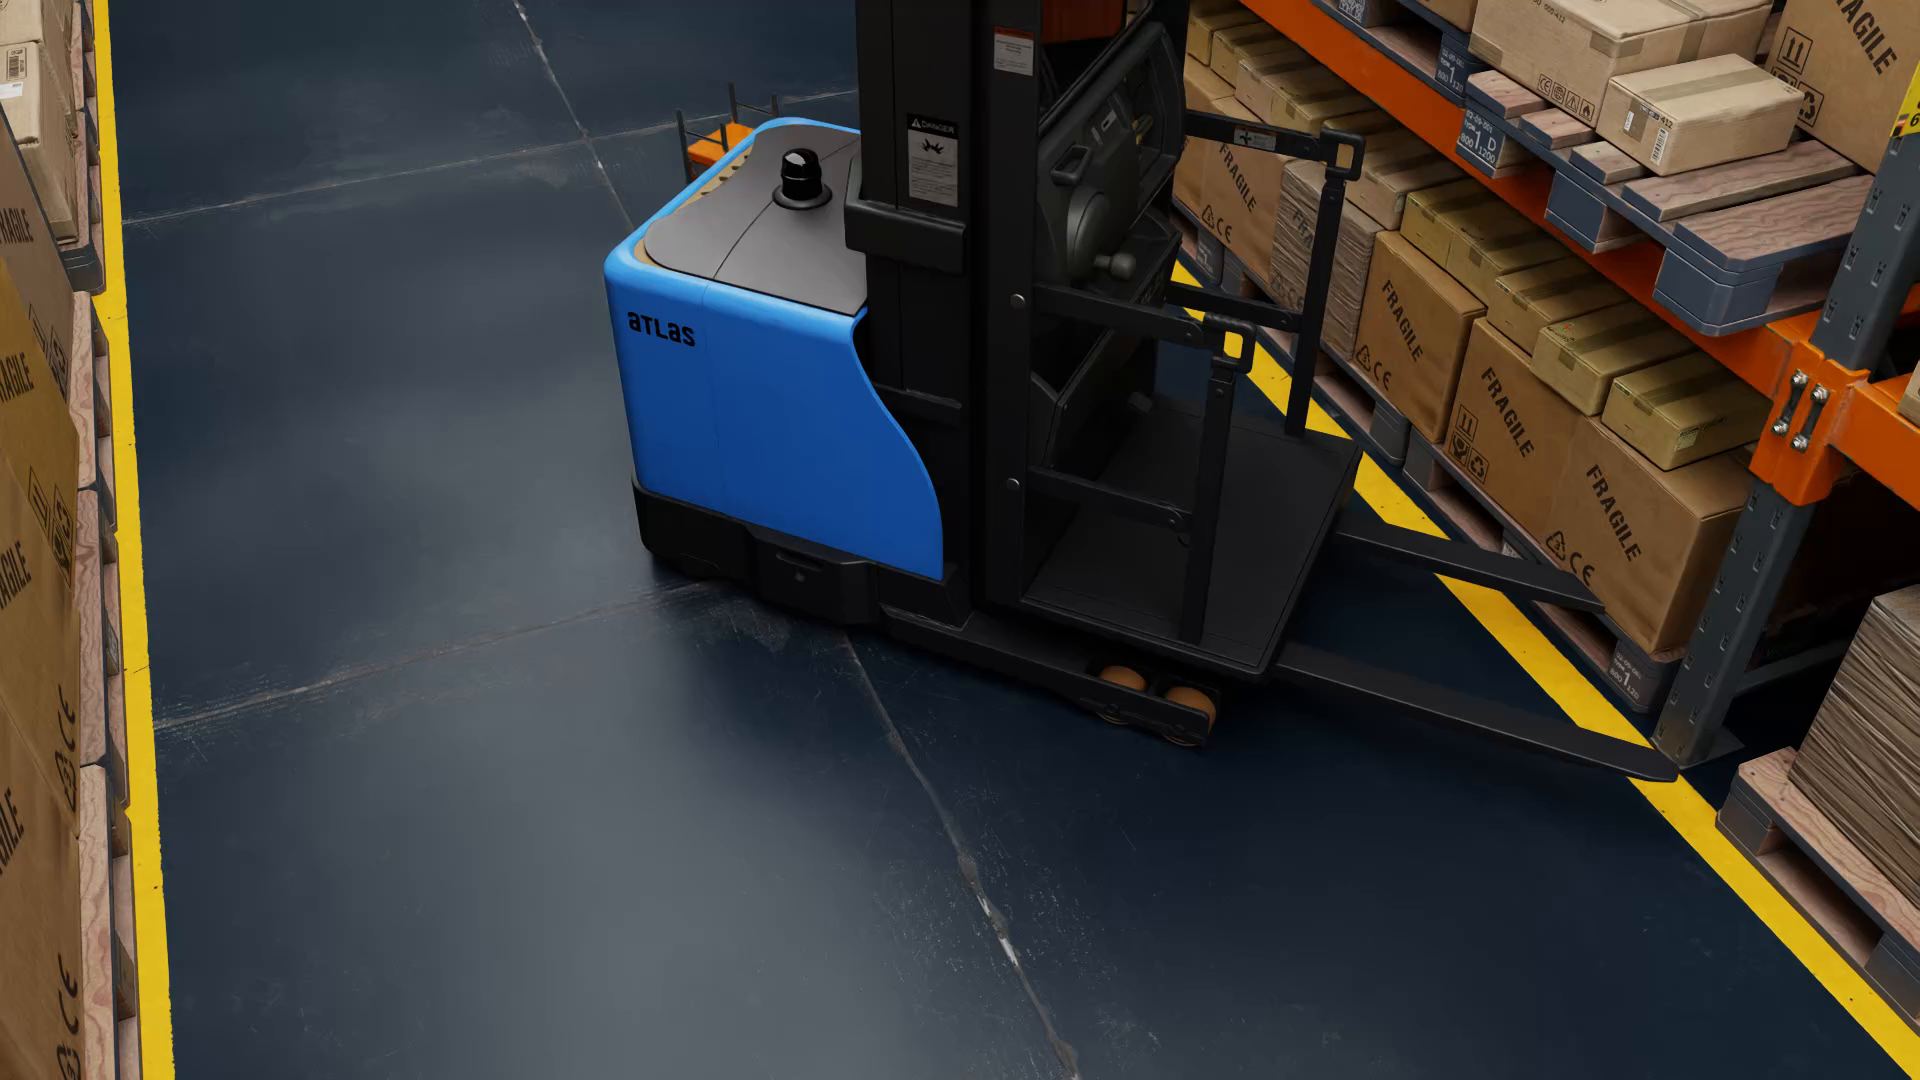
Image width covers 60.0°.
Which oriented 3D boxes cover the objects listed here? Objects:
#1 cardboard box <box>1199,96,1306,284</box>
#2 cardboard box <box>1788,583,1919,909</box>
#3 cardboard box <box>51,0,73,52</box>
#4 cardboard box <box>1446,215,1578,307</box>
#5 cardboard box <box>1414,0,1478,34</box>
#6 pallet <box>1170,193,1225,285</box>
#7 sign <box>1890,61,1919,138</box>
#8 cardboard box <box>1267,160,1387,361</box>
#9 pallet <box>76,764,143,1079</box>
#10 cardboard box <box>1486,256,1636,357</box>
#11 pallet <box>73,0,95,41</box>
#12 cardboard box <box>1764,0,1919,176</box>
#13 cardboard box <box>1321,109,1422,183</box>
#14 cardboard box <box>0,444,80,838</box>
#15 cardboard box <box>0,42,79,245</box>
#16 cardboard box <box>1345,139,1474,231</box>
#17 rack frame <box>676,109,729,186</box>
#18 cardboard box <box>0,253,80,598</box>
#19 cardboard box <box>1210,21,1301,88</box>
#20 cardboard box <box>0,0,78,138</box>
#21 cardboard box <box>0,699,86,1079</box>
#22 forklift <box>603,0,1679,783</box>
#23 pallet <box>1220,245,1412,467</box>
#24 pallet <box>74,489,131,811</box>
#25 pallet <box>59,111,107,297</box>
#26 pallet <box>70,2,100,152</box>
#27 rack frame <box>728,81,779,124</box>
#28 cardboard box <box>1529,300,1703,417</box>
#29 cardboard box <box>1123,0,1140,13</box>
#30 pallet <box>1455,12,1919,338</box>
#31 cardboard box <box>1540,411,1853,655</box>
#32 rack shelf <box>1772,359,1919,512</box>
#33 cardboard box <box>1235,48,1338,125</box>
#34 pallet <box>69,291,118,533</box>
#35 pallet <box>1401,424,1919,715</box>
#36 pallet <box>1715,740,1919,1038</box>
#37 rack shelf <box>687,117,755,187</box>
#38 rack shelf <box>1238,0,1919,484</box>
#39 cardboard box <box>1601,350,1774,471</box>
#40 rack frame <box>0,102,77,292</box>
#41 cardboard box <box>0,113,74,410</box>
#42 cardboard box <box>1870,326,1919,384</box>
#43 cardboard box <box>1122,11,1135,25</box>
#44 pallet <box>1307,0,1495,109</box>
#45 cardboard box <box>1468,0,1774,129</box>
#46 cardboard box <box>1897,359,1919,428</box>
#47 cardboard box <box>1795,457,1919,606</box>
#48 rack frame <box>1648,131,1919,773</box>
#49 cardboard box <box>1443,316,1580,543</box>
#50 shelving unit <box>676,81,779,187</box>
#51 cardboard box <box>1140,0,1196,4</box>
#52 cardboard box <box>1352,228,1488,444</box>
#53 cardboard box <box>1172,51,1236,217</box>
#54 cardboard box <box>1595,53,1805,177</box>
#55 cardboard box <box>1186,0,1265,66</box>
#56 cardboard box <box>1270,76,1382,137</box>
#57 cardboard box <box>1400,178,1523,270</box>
[{"bbox_3d":[1.236,-1.320,6.079,0.500,0.500,0.500,-16,43,-18],"label":"cardboard box"},{"bbox_3d":[2.616,0.454,3.921,0.875,0.625,0.625,-14,43,-16],"label":"cardboard box"},{"bbox_3d":[-4.553,-2.511,7.512,0.875,0.438,0.875,-14,43,-16],"label":"cardboard box"},{"bbox_3d":[1.715,-0.855,5.041,0.380,0.149,0.250,-14,43,-16],"label":"cardboard box"},{"bbox_3d":[1.594,-1.802,4.644,0.797,0.503,0.637,-16,43,-18],"label":"cardboard box"},{"bbox_3d":[1.205,-1.538,6.877,1.003,0.211,1.213,-15,43,-17],"label":"pallet"},{"bbox_3d":[1.892,-0.934,3.209,0.100,0.325,0.005,-15,43,-17],"label":"sign"},{"bbox_3d":[1.429,-1.006,5.714,0.500,0.500,0.500,-17,43,-18],"label":"cardboard box"},{"bbox_3d":[-2.427,1.138,3.765,1.003,0.211,1.213,-15,43,-17],"label":"pallet"},{"bbox_3d":[1.774,-0.684,4.843,0.380,0.149,0.250,-16,43,-18],"label":"cardboard box"},{"bbox_3d":[-4.878,-2.726,8.258,1.003,0.211,1.213,-15,43,-17],"label":"pallet"},{"bbox_3d":[2.337,-1.213,3.961,0.500,0.500,0.500,-13,42,-15],"label":"cardboard box"},{"bbox_3d":[1.438,-1.325,5.587,0.380,0.149,0.250,-15,43,-17],"label":"cardboard box"},{"bbox_3d":[-2.720,0.245,3.972,0.875,0.875,0.875,-15,43,-16],"label":"cardboard box"},{"bbox_3d":[-3.866,-1.428,6.253,0.875,0.438,0.875,-16,43,-17],"label":"cardboard box"},{"bbox_3d":[1.485,-1.164,5.400,0.380,0.149,0.250,-17,44,-19],"label":"cardboard box"},{"bbox_3d":[-0.788,-0.910,5.495,0.200,1.050,0.008,23,46,28],"label":"rack frame"},{"bbox_3d":[-3.061,-0.293,4.598,0.875,0.875,0.875,-14,43,-16],"label":"cardboard box"},{"bbox_3d":[1.154,-1.790,6.128,0.380,0.149,0.250,-16,43,-18],"label":"cardboard box"},{"bbox_3d":[-4.210,-1.967,6.880,0.875,0.438,0.875,-16,43,-18],"label":"cardboard box"},{"bbox_3d":[-2.382,0.784,3.346,0.875,0.875,0.875,-15,43,-17],"label":"cardboard box"},{"bbox_3d":[0.572,-0.941,4.096,3.031,2.935,1.130,17,43,18],"label":"forklift"},{"bbox_3d":[1.676,-0.802,6.021,1.003,0.211,1.213,-15,43,-17],"label":"pallet"},{"bbox_3d":[-2.890,0.404,4.618,1.003,0.211,1.213,-15,43,-17],"label":"pallet"},{"bbox_3d":[-3.944,-1.256,6.548,1.003,0.211,1.213,-15,43,-17],"label":"pallet"},{"bbox_3d":[-4.415,-1.992,7.404,1.003,0.211,1.213,-15,43,-17],"label":"pallet"},{"bbox_3d":[-0.647,-1.039,5.646,0.200,1.050,0.008,23,46,28],"label":"rack frame"},{"bbox_3d":[1.834,-0.515,4.646,0.380,0.149,0.250,-17,44,-19],"label":"cardboard box"},{"bbox_3d":[0.751,-2.251,6.665,0.380,0.149,0.250,-13,42,-15],"label":"cardboard box"},{"bbox_3d":[2.066,-0.984,4.241,1.213,0.211,1.003,-15,43,-17],"label":"pallet"},{"bbox_3d":[2.029,-0.079,4.636,0.500,0.500,0.500,-14,43,-16],"label":"cardboard box"},{"bbox_3d":[3.155,0.811,2.558,1.077,0.370,4.000,-15,43,-17],"label":"rack shelf"},{"bbox_3d":[1.215,-1.630,5.943,0.380,0.149,0.250,-15,43,-17],"label":"cardboard box"},{"bbox_3d":[-3.360,-0.332,5.474,1.003,0.211,1.213,-15,43,-17],"label":"pallet"},{"bbox_3d":[2.139,-0.068,5.168,1.003,0.211,1.213,-15,43,-17],"label":"pallet"},{"bbox_3d":[2.669,0.897,4.046,1.003,0.211,1.213,-15,43,-17],"label":"pallet"},{"bbox_3d":[-0.727,-1.186,5.398,0.215,0.259,0.240,23,46,28],"label":"rack shelf"},{"bbox_3d":[1.624,-1.598,5.360,1.077,0.370,4.000,-15,43,-17],"label":"rack shelf"},{"bbox_3d":[1.967,-0.358,4.463,0.380,0.149,0.250,-17,44,-19],"label":"cardboard box"},{"bbox_3d":[-3.725,-1.835,5.084,1.000,3.000,0.127,-15,43,-17],"label":"rack frame"},{"bbox_3d":[-3.414,-0.836,5.229,0.875,0.875,0.875,-14,43,-16],"label":"cardboard box"},{"bbox_3d":[2.478,-0.516,4.647,0.380,0.149,0.250,-13,42,-15],"label":"cardboard box"},{"bbox_3d":[0.836,-1.940,6.800,0.500,0.500,0.500,-13,42,-15],"label":"cardboard box"},{"bbox_3d":[1.641,-1.764,5.148,1.003,0.211,1.213,-15,43,-17],"label":"pallet"},{"bbox_3d":[1.687,-1.324,4.282,0.500,0.250,0.500,-17,44,-19],"label":"cardboard box"},{"bbox_3d":[2.334,-0.281,3.392,0.500,0.250,0.500,-15,43,-17],"label":"cardboard box"},{"bbox_3d":[2.487,-0.202,4.779,0.500,0.500,0.500,-14,43,-15],"label":"cardboard box"},{"bbox_3d":[2.390,-0.666,3.724,1.000,3.000,0.127,-15,43,-17],"label":"rack frame"},{"bbox_3d":[1.847,-0.383,4.990,0.500,0.500,0.500,-16,43,-17],"label":"cardboard box"},{"bbox_3d":[-0.717,-0.974,5.570,0.215,1.050,0.252,23,46,28],"label":"shelving unit"},{"bbox_3d":[0.928,-2.103,6.493,0.380,0.149,0.250,-16,43,-18],"label":"cardboard box"},{"bbox_3d":[1.645,-0.698,5.356,0.500,0.500,0.500,-13,42,-15],"label":"cardboard box"},{"bbox_3d":[1.049,-1.622,6.430,0.500,0.500,0.500,-16,43,-17],"label":"cardboard box"},{"bbox_3d":[1.784,-1.030,4.018,0.380,0.149,0.250,-14,43,-16],"label":"cardboard box"},{"bbox_3d":[1.037,-1.952,6.316,0.380,0.149,0.250,-17,44,-19],"label":"cardboard box"},{"bbox_3d":[1.308,-1.480,5.768,0.380,0.149,0.250,-14,43,-15],"label":"cardboard box"},{"bbox_3d":[1.619,-1.005,5.216,0.380,0.149,0.250,-16,43,-17],"label":"cardboard box"}]
